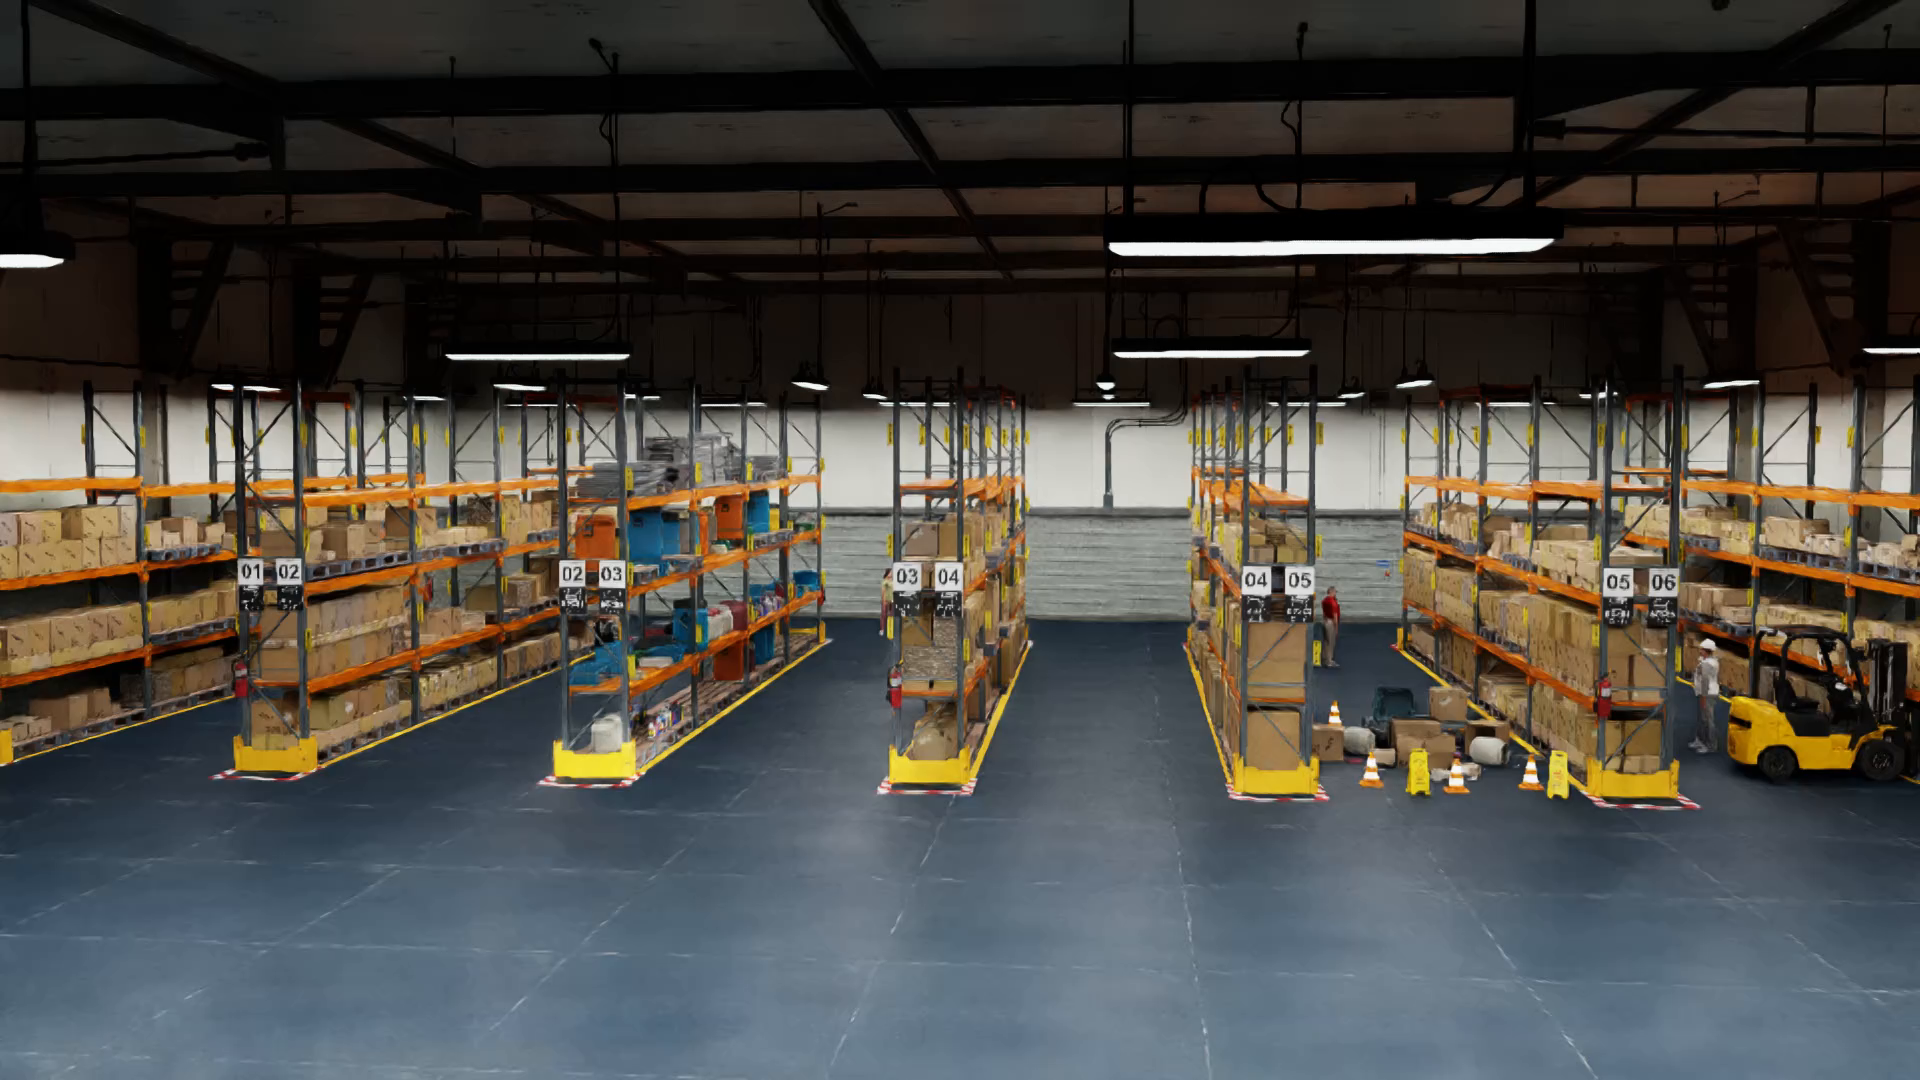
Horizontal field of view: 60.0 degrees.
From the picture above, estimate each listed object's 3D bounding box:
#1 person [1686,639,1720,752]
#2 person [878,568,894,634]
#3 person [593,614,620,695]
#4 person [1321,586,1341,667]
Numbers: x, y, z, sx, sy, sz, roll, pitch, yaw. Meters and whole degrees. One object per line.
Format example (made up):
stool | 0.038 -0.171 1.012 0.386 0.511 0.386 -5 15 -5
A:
person | 11.823 2.461 26.446 0.494 1.775 0.578 2 4 35
person | -1.787 1.535 42.179 0.497 1.667 0.643 2 4 35
person | -6.892 2.153 32.428 0.553 1.673 1.030 0 4 4
person | 8.094 1.870 36.234 0.407 1.733 0.647 -1 4 -14
